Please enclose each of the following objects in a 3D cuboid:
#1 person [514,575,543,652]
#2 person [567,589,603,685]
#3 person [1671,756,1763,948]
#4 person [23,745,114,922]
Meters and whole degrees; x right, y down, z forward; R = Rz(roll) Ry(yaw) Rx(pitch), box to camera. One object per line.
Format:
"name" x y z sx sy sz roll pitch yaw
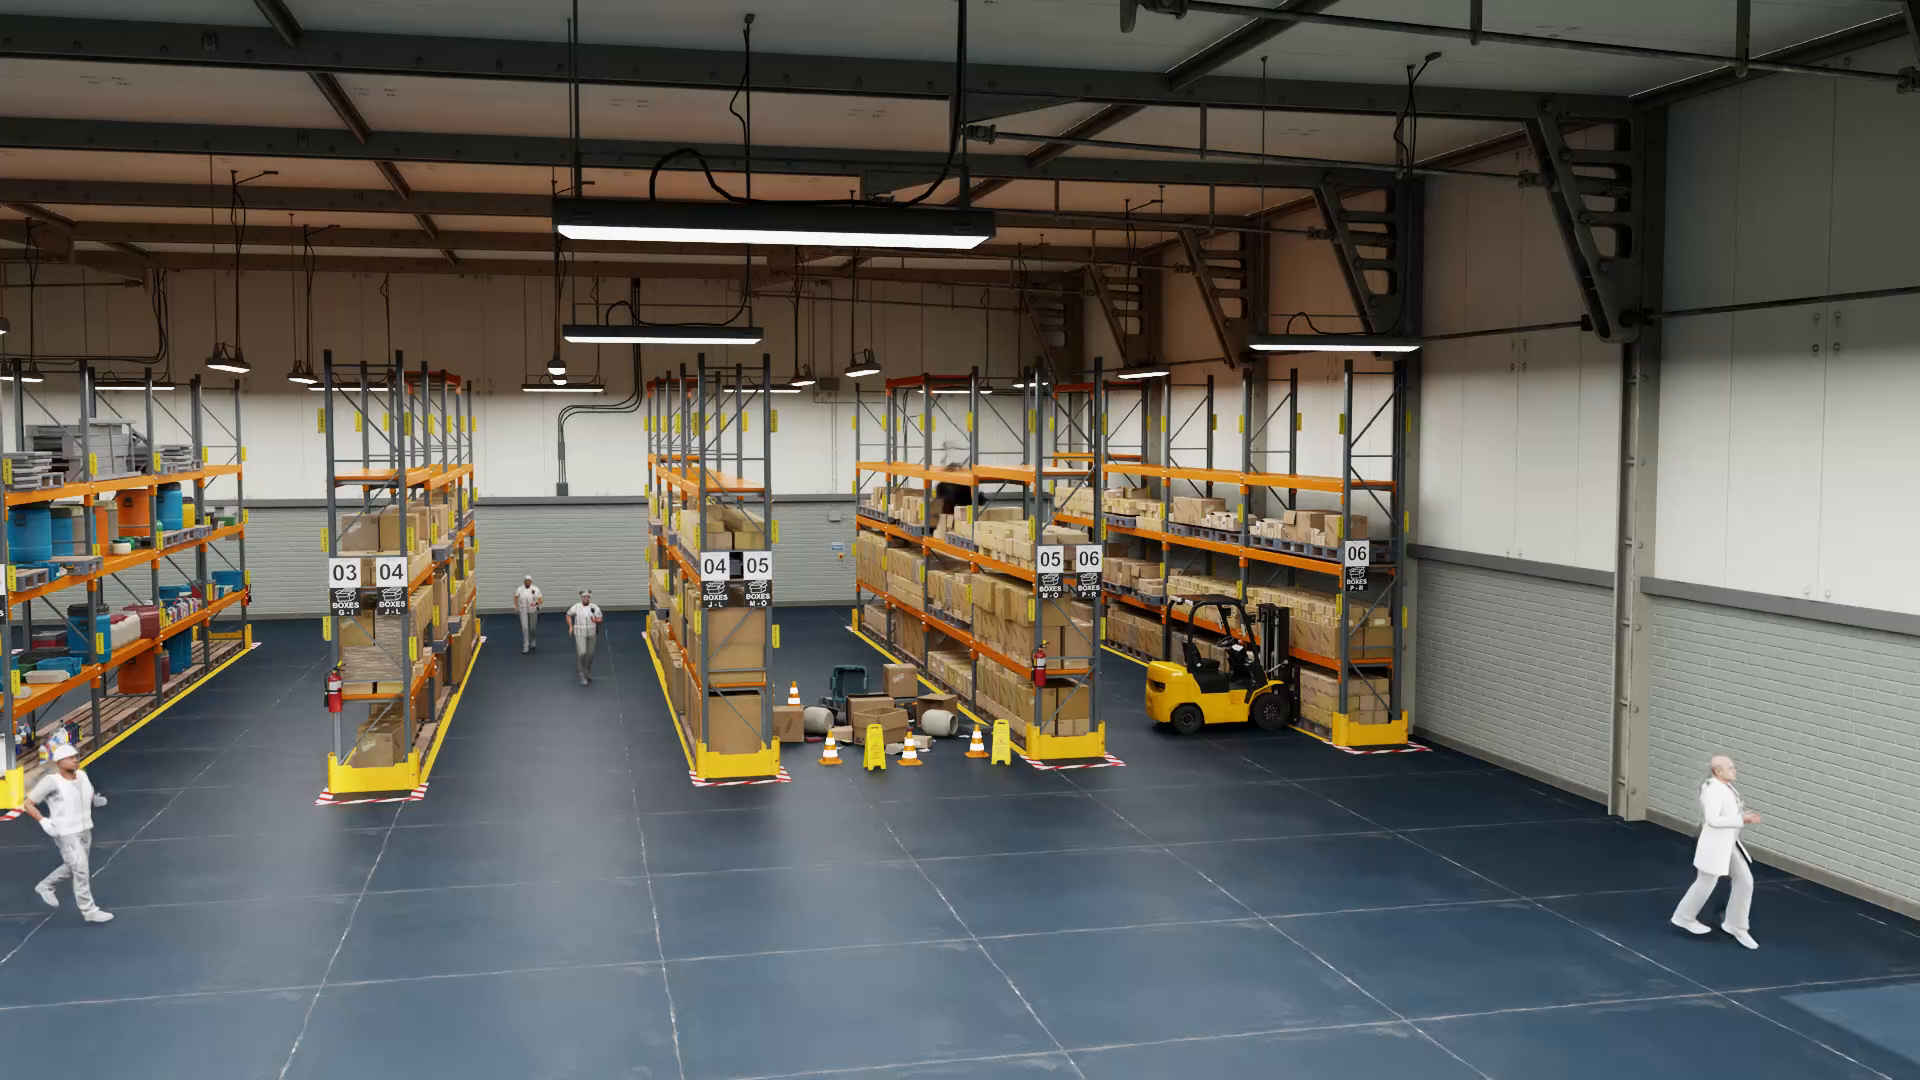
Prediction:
"person" -9.552 1.608 36.793 0.625 1.667 0.799 -1 4 -14
"person" -7.264 1.867 32.285 0.640 1.839 0.819 -2 4 -25
"person" 7.328 2.993 16.065 0.819 1.834 0.694 4 6 44
"person" -8.957 2.935 16.734 0.986 1.763 0.693 1 4 12
